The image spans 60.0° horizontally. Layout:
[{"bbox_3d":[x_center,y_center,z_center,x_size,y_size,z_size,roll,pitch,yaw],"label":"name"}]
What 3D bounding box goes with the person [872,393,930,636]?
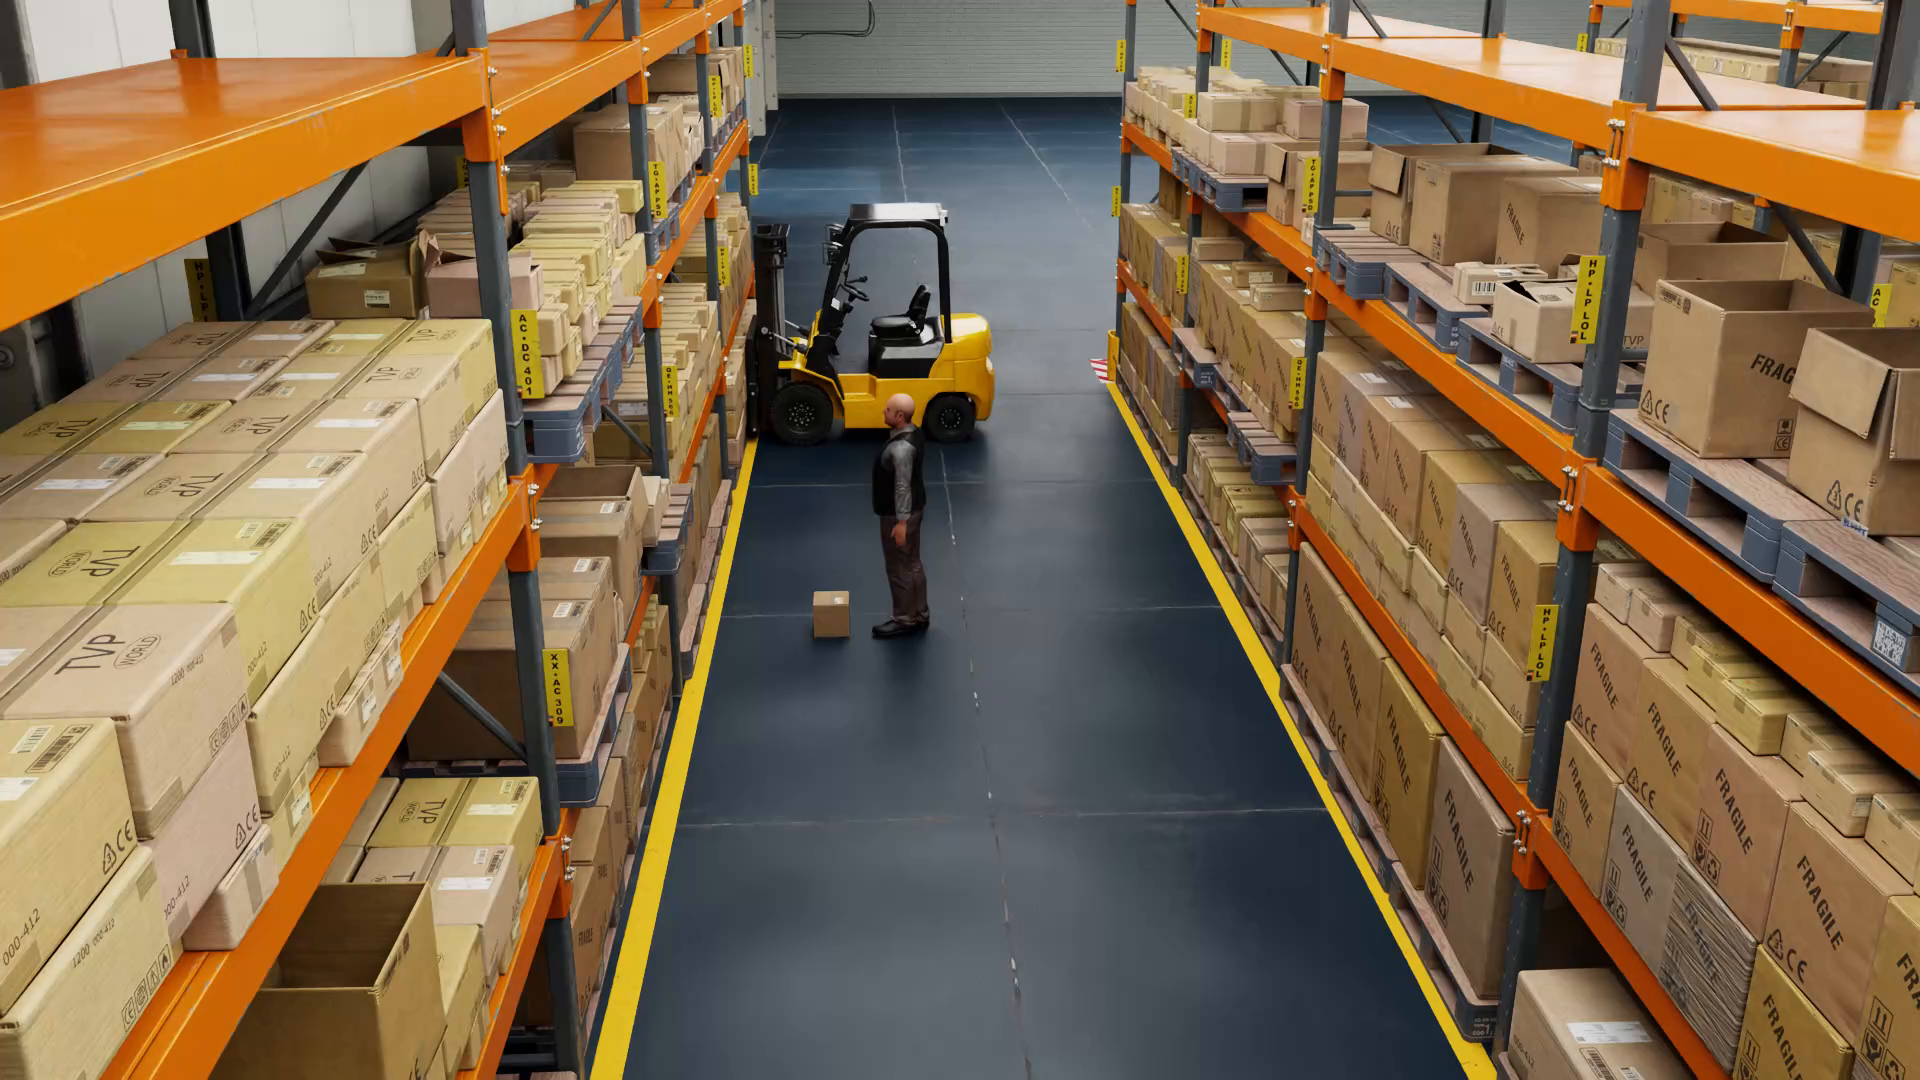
[{"bbox_3d":[-0.406,-0.189,11.582,0.384,1.721,0.593,4,21,10],"label":"person"}]
